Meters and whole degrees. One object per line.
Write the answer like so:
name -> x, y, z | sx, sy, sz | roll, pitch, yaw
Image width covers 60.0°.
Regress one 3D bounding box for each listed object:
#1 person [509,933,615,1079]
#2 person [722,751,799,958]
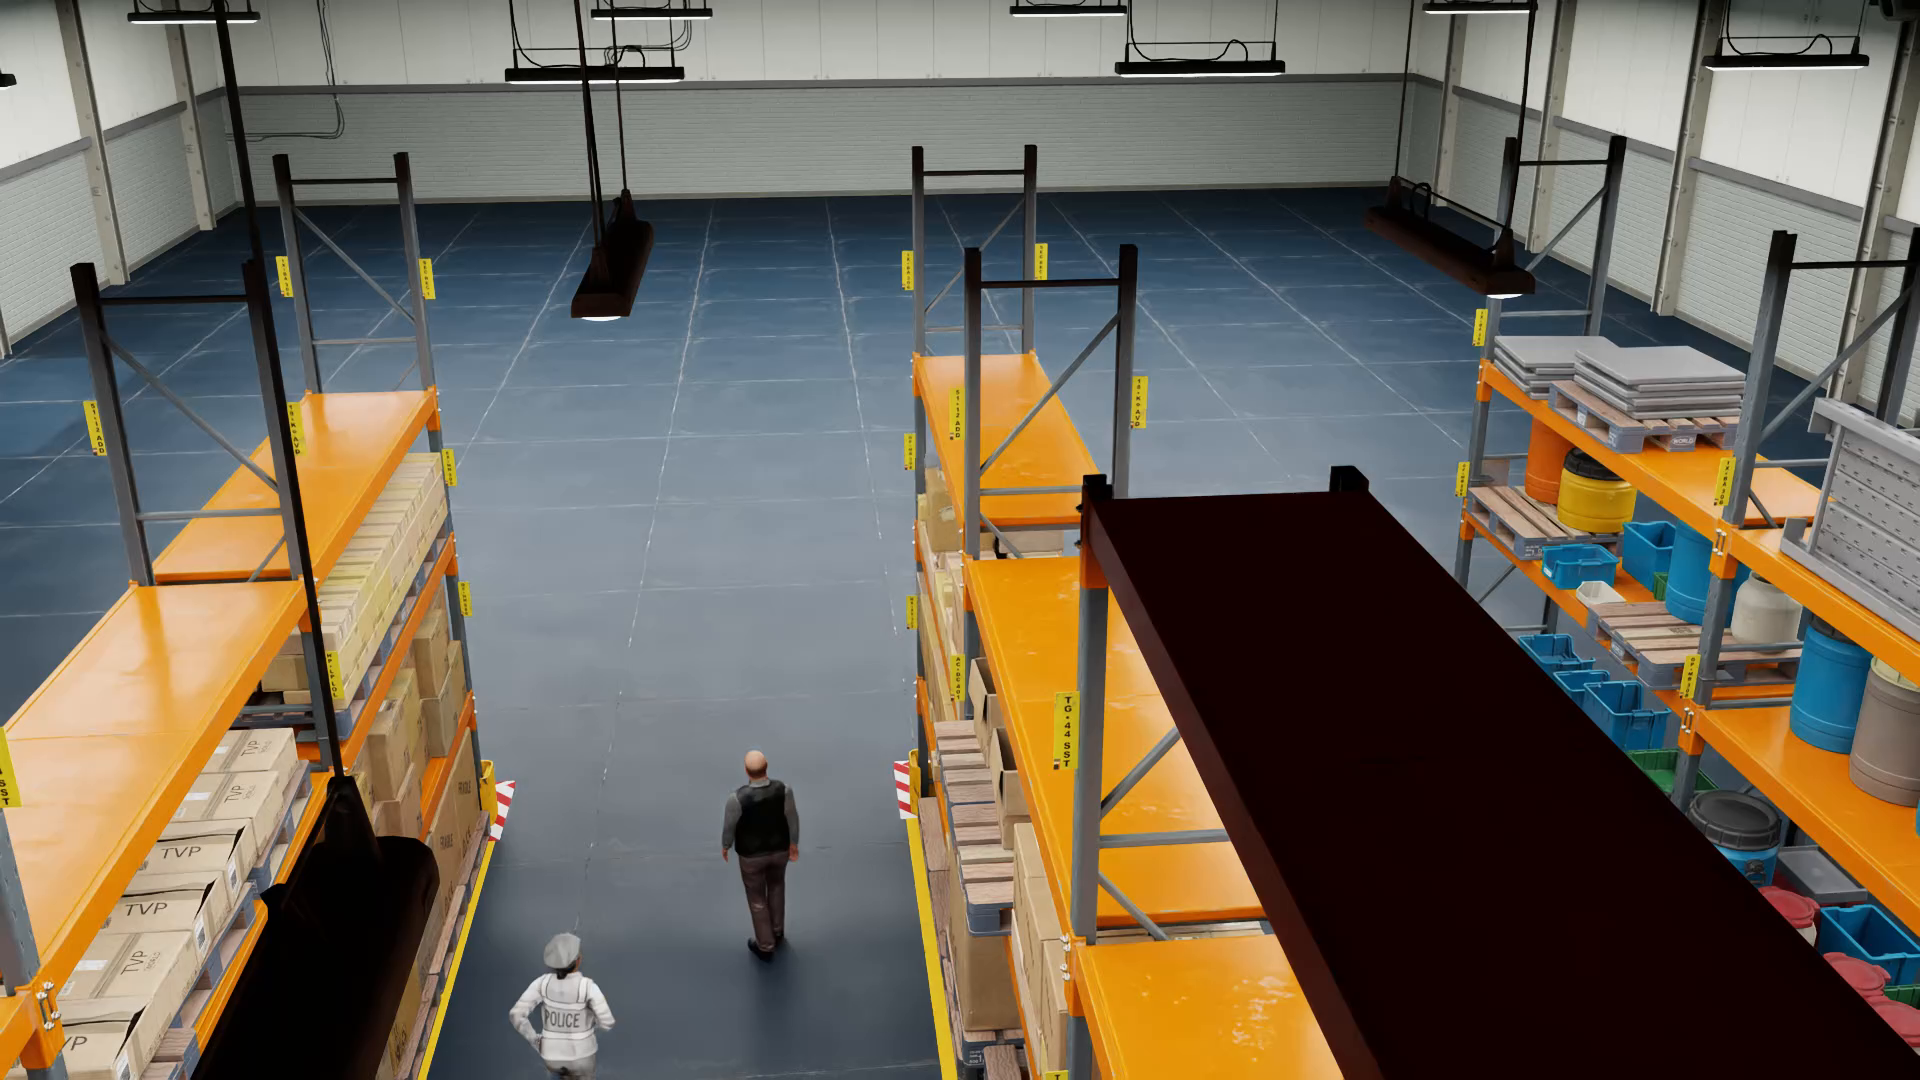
person -> -2.602, 3.377, 10.937 | 0.660, 1.611, 0.699 | 2, 22, 6
person -> -1.561, 2.480, 13.100 | 0.587, 1.787, 0.505 | -9, 23, -22
